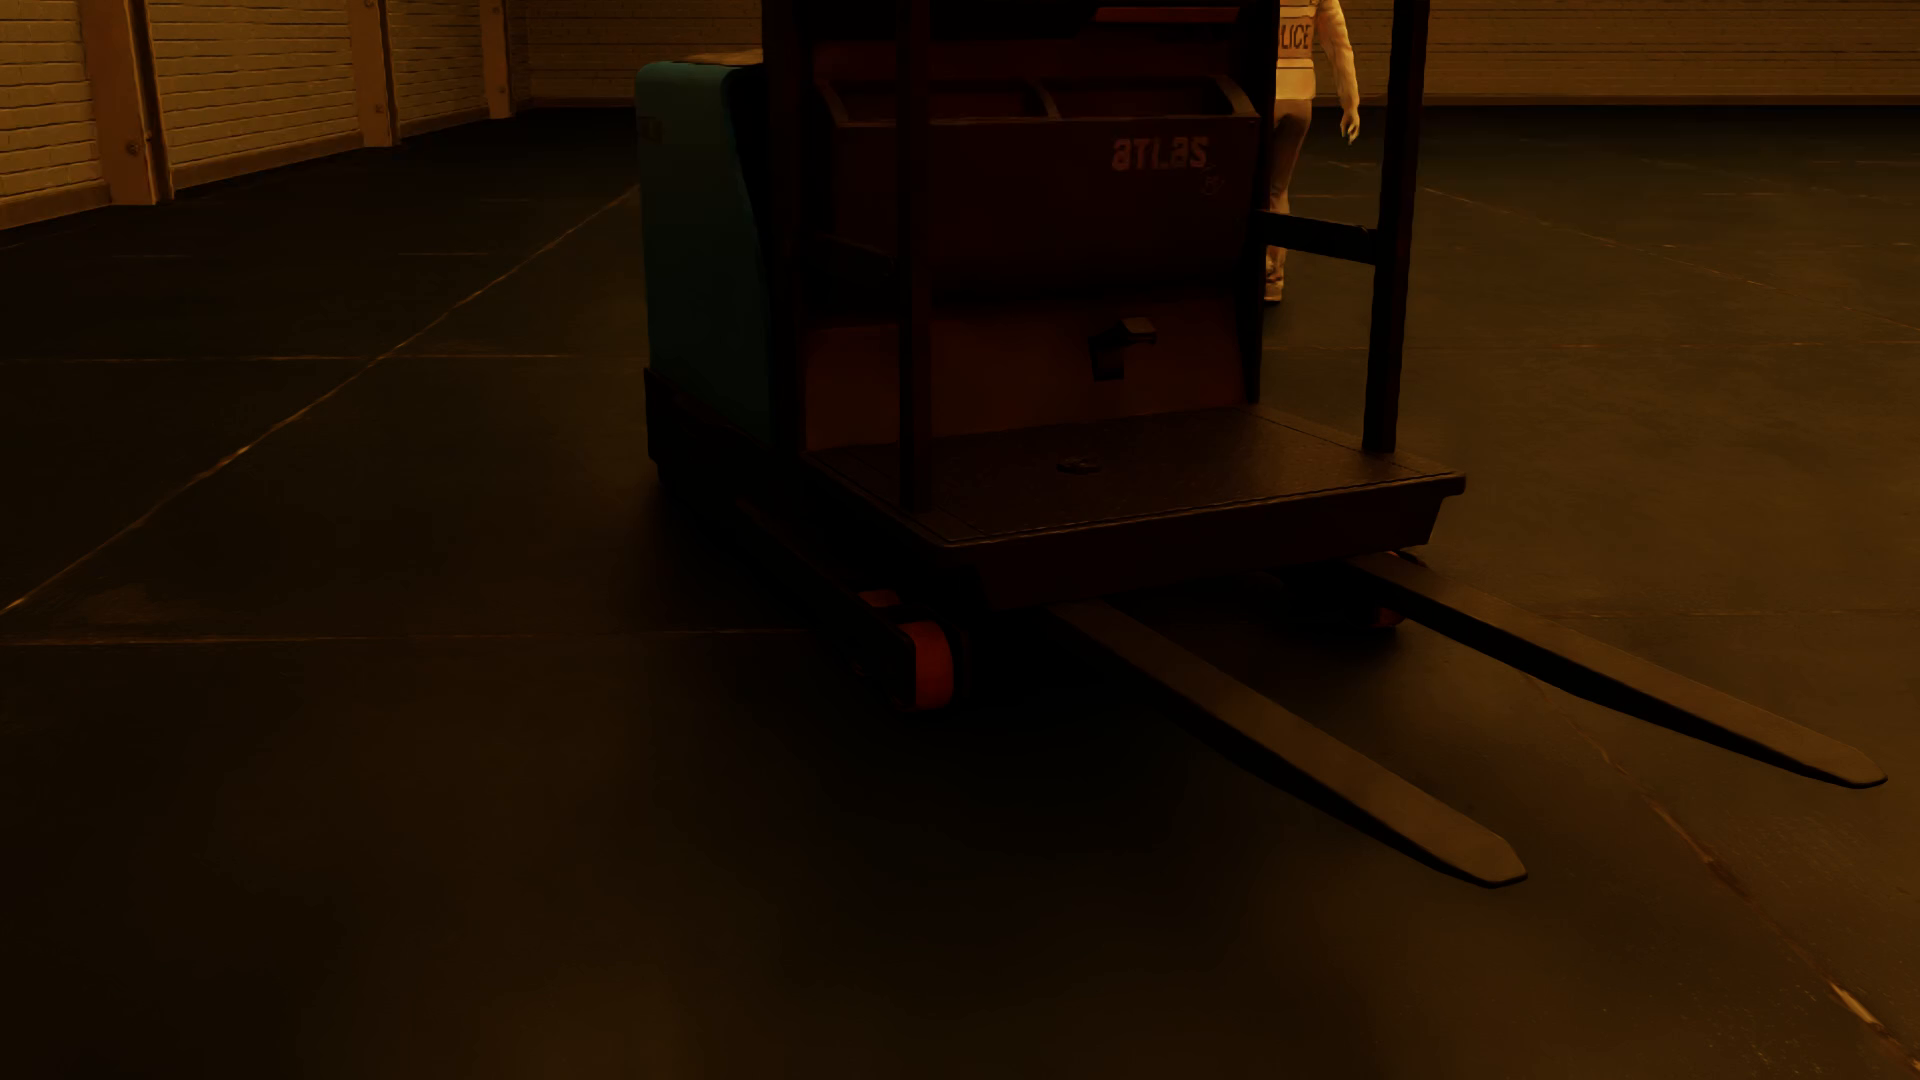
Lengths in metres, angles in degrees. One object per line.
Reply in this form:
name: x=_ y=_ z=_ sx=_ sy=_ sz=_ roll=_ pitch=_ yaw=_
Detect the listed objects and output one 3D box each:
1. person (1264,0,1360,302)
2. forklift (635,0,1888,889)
person: x=1.314 y=-1.814 z=7.046 sx=0.721 sy=1.648 sz=0.555 roll=-5 pitch=18 yaw=-17
forklift: x=0.258 y=-1.240 z=2.962 sx=1.130 sy=2.935 sz=3.031 roll=-8 pitch=19 yaw=-24
